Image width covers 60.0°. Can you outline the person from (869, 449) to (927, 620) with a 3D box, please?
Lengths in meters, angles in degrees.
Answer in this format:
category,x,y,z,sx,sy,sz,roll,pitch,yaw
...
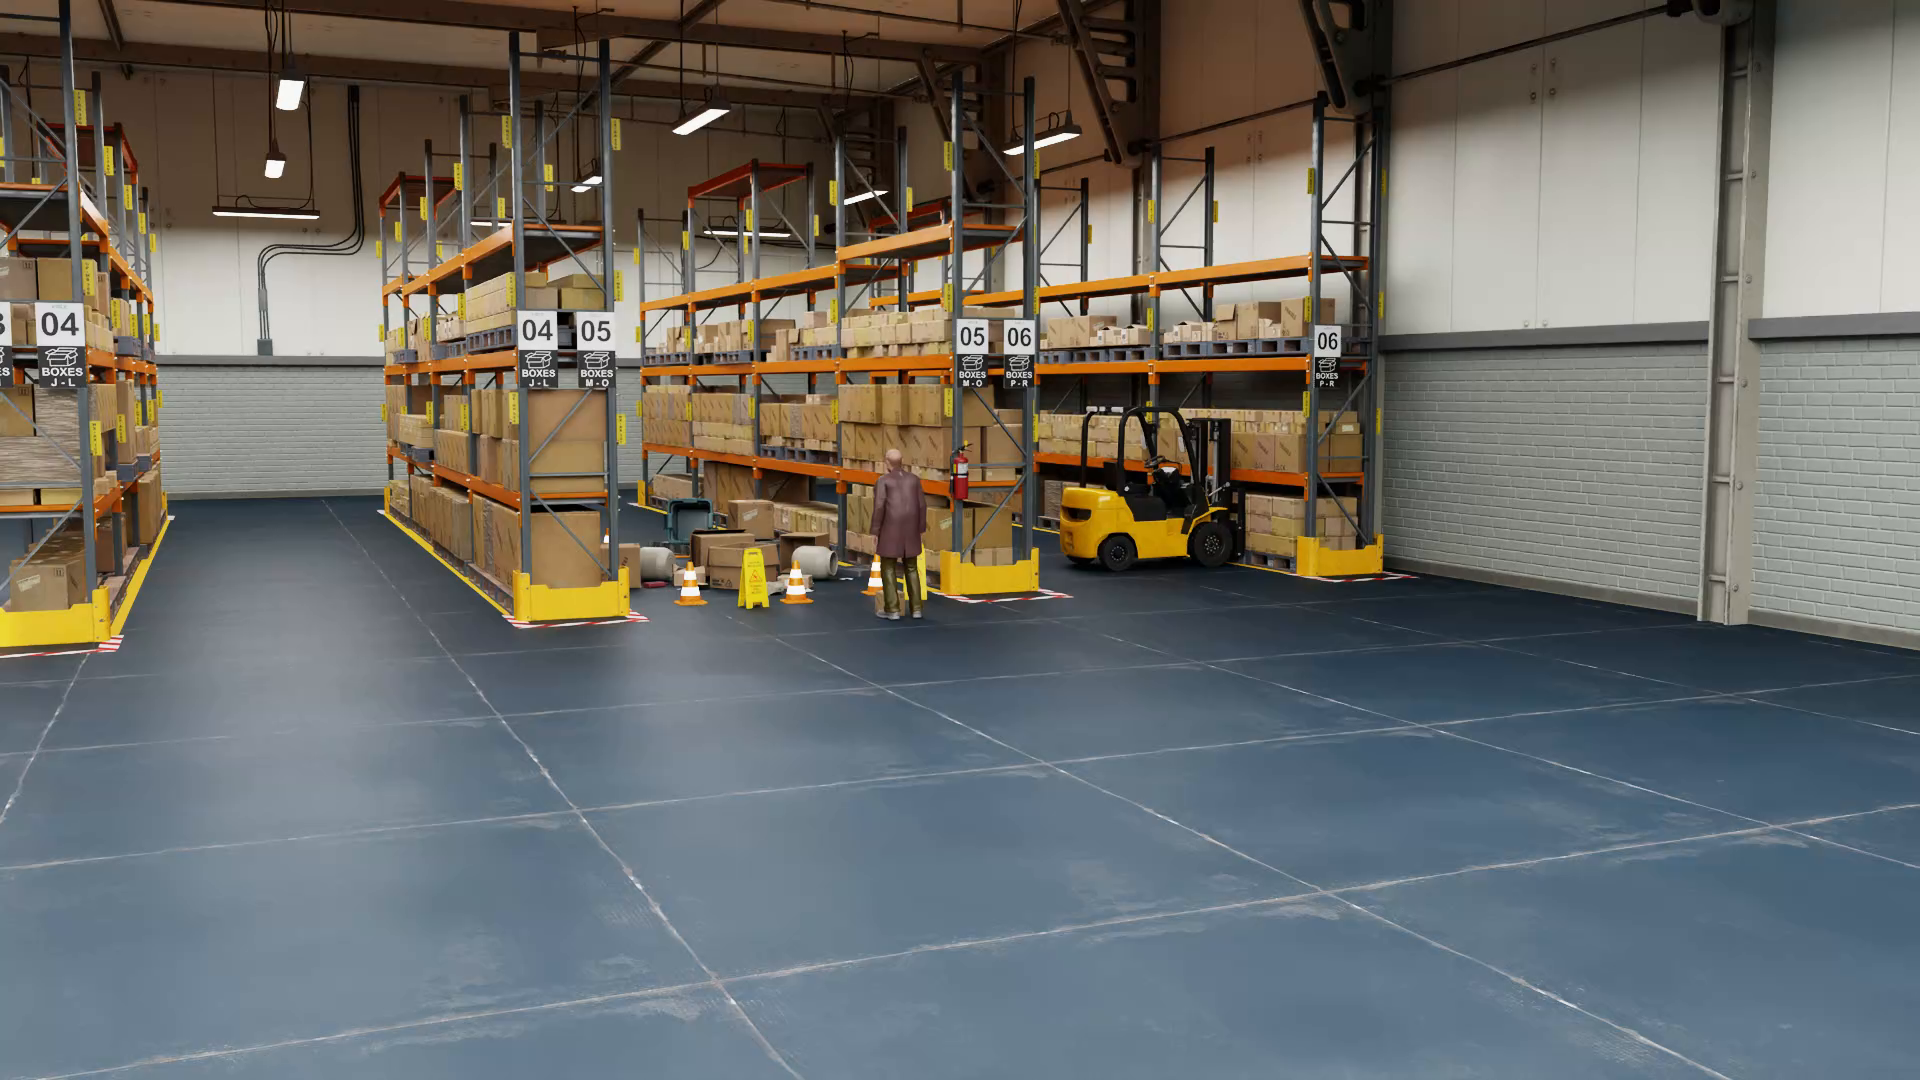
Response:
category,x,y,z,sx,sy,sz,roll,pitch,yaw
person,-0.651,-0.064,17.389,0.651,1.773,0.427,-3,6,-27
